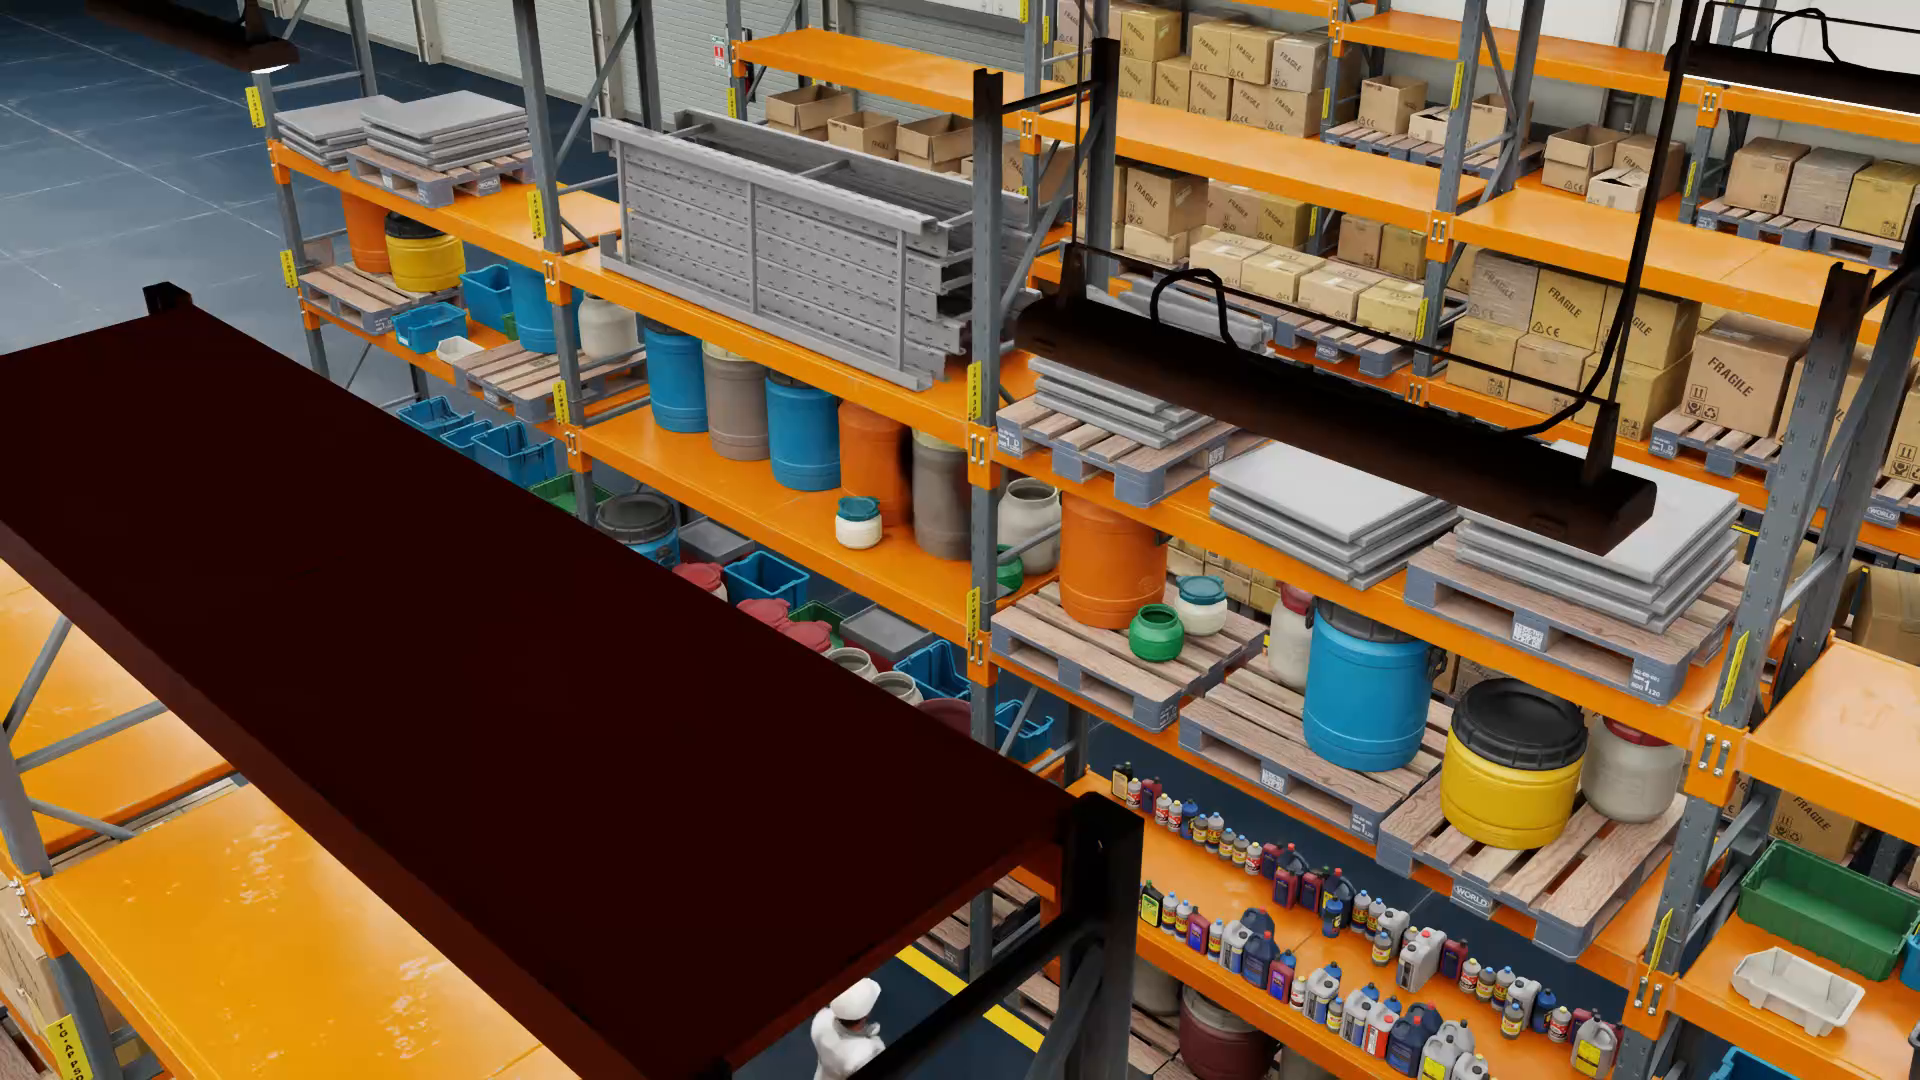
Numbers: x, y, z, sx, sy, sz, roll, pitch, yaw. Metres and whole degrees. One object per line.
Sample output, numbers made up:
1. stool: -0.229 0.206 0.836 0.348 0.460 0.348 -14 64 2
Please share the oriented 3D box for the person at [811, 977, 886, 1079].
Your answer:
1. person: -0.563 3.039 8.989 0.402 1.782 0.544 -21 36 -33
